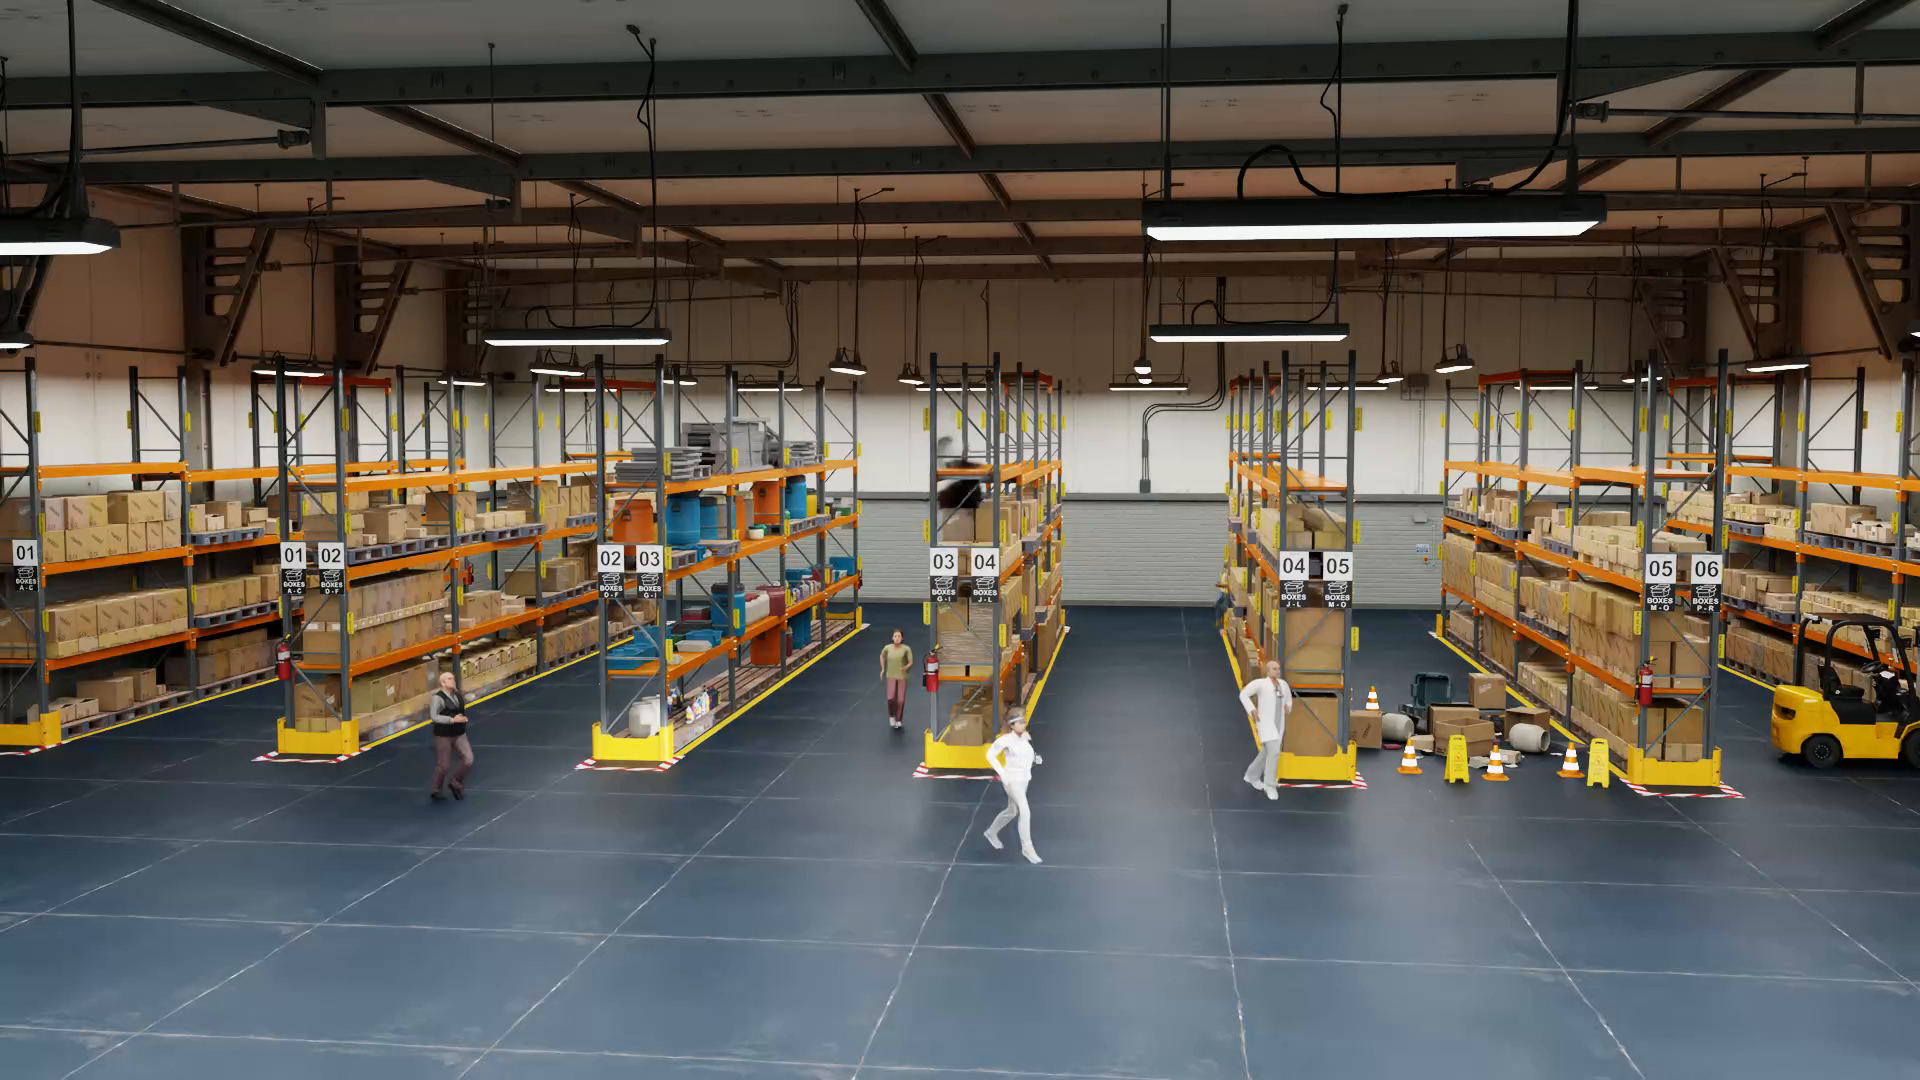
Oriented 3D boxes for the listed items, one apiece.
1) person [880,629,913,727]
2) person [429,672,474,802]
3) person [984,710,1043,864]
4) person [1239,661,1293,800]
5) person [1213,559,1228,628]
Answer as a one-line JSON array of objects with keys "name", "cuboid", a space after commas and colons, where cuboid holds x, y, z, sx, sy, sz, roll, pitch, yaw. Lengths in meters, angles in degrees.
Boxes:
[{"name": "person", "cuboid": [-1.033, 2.248, 27.073, 0.551, 1.607, 0.681, 0, 4, 0]}, {"name": "person", "cuboid": [-6.679, 2.604, 21.830, 0.704, 1.748, 0.656, 3, 5, 32]}, {"name": "person", "cuboid": [0.639, 2.803, 19.163, 0.851, 1.732, 0.592, 3, 5, 39]}, {"name": "person", "cuboid": [4.162, 2.589, 22.421, 0.726, 1.776, 0.734, -2, 5, -31]}, {"name": "person", "cuboid": [6.500, 1.296, 40.372, 0.693, 1.790, 0.690, -1, 4, -16]}]
